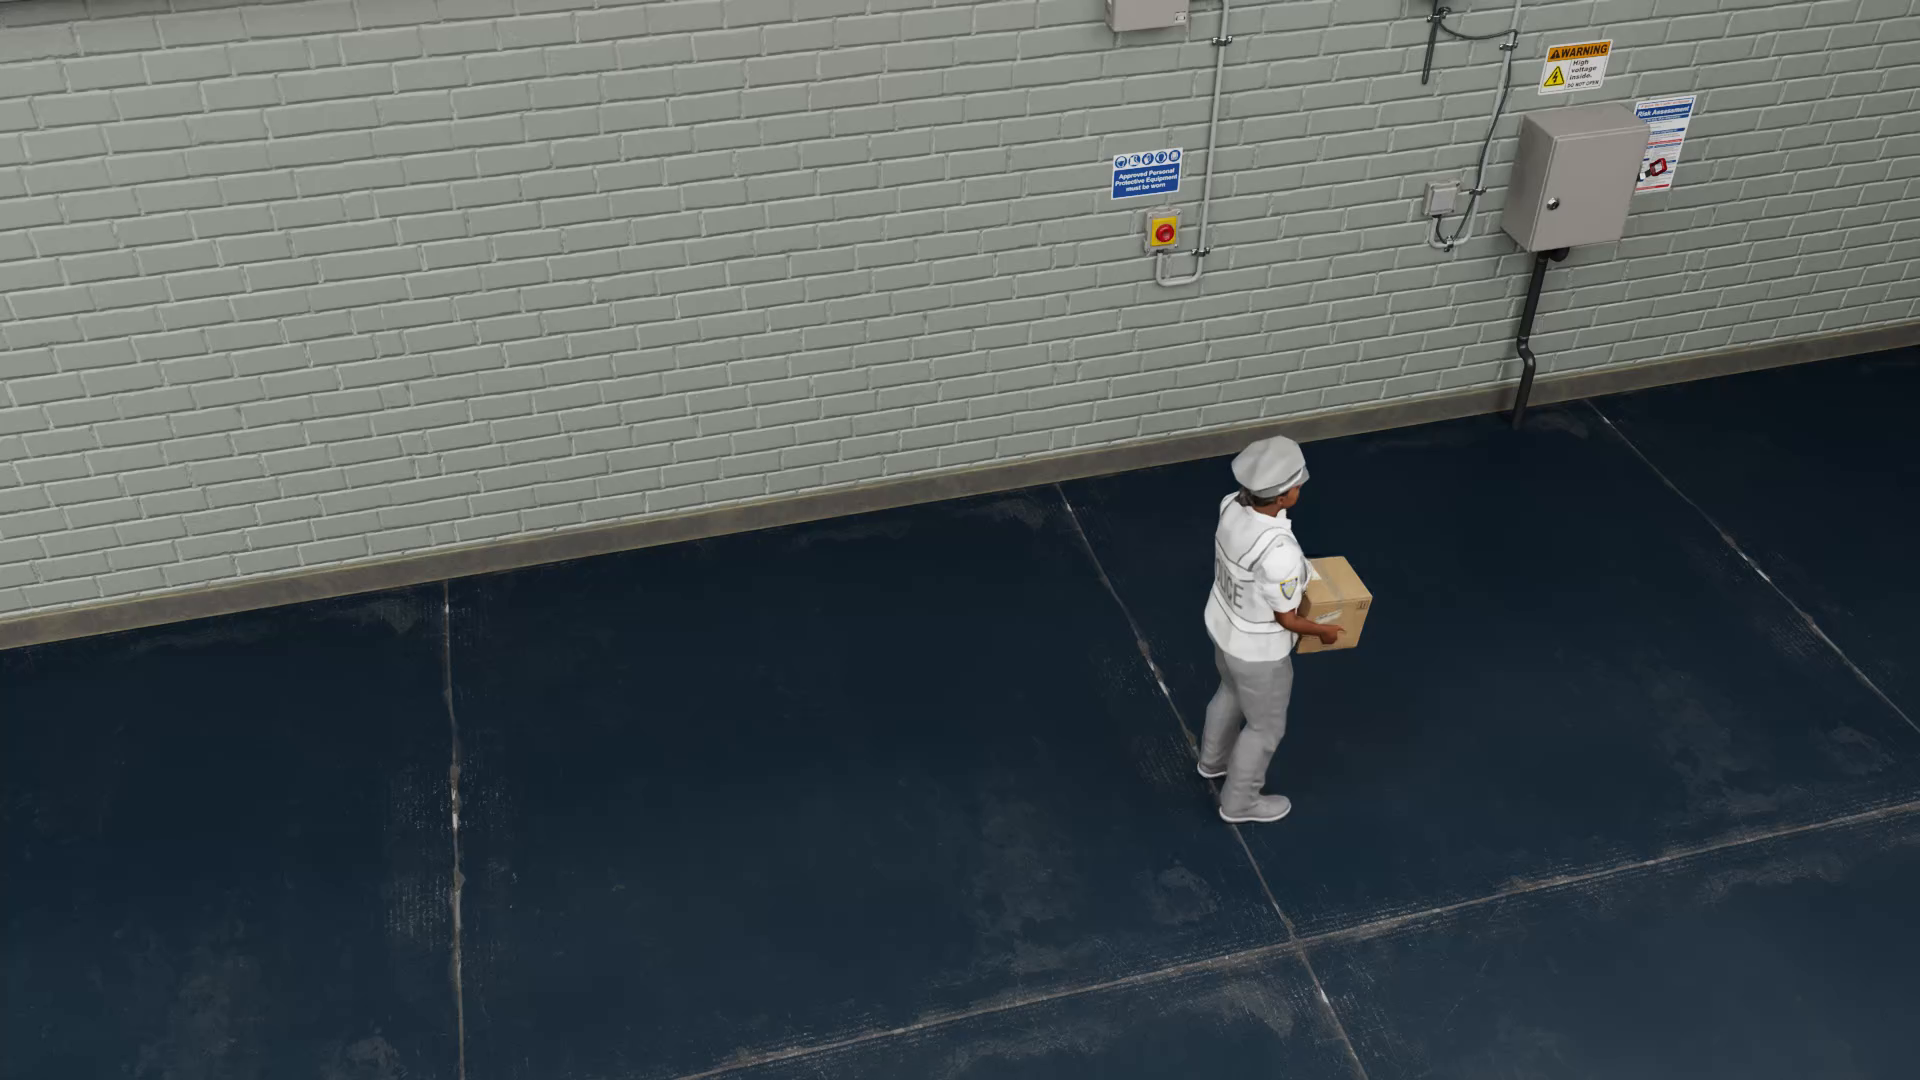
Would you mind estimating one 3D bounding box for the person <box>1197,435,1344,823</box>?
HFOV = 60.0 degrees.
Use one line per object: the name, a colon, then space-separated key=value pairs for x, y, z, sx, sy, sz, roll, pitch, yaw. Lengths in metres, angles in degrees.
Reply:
person: x=1.171 y=0.337 z=6.263 sx=0.488 sy=1.691 sz=0.472 roll=-10 pitch=39 yaw=-12
